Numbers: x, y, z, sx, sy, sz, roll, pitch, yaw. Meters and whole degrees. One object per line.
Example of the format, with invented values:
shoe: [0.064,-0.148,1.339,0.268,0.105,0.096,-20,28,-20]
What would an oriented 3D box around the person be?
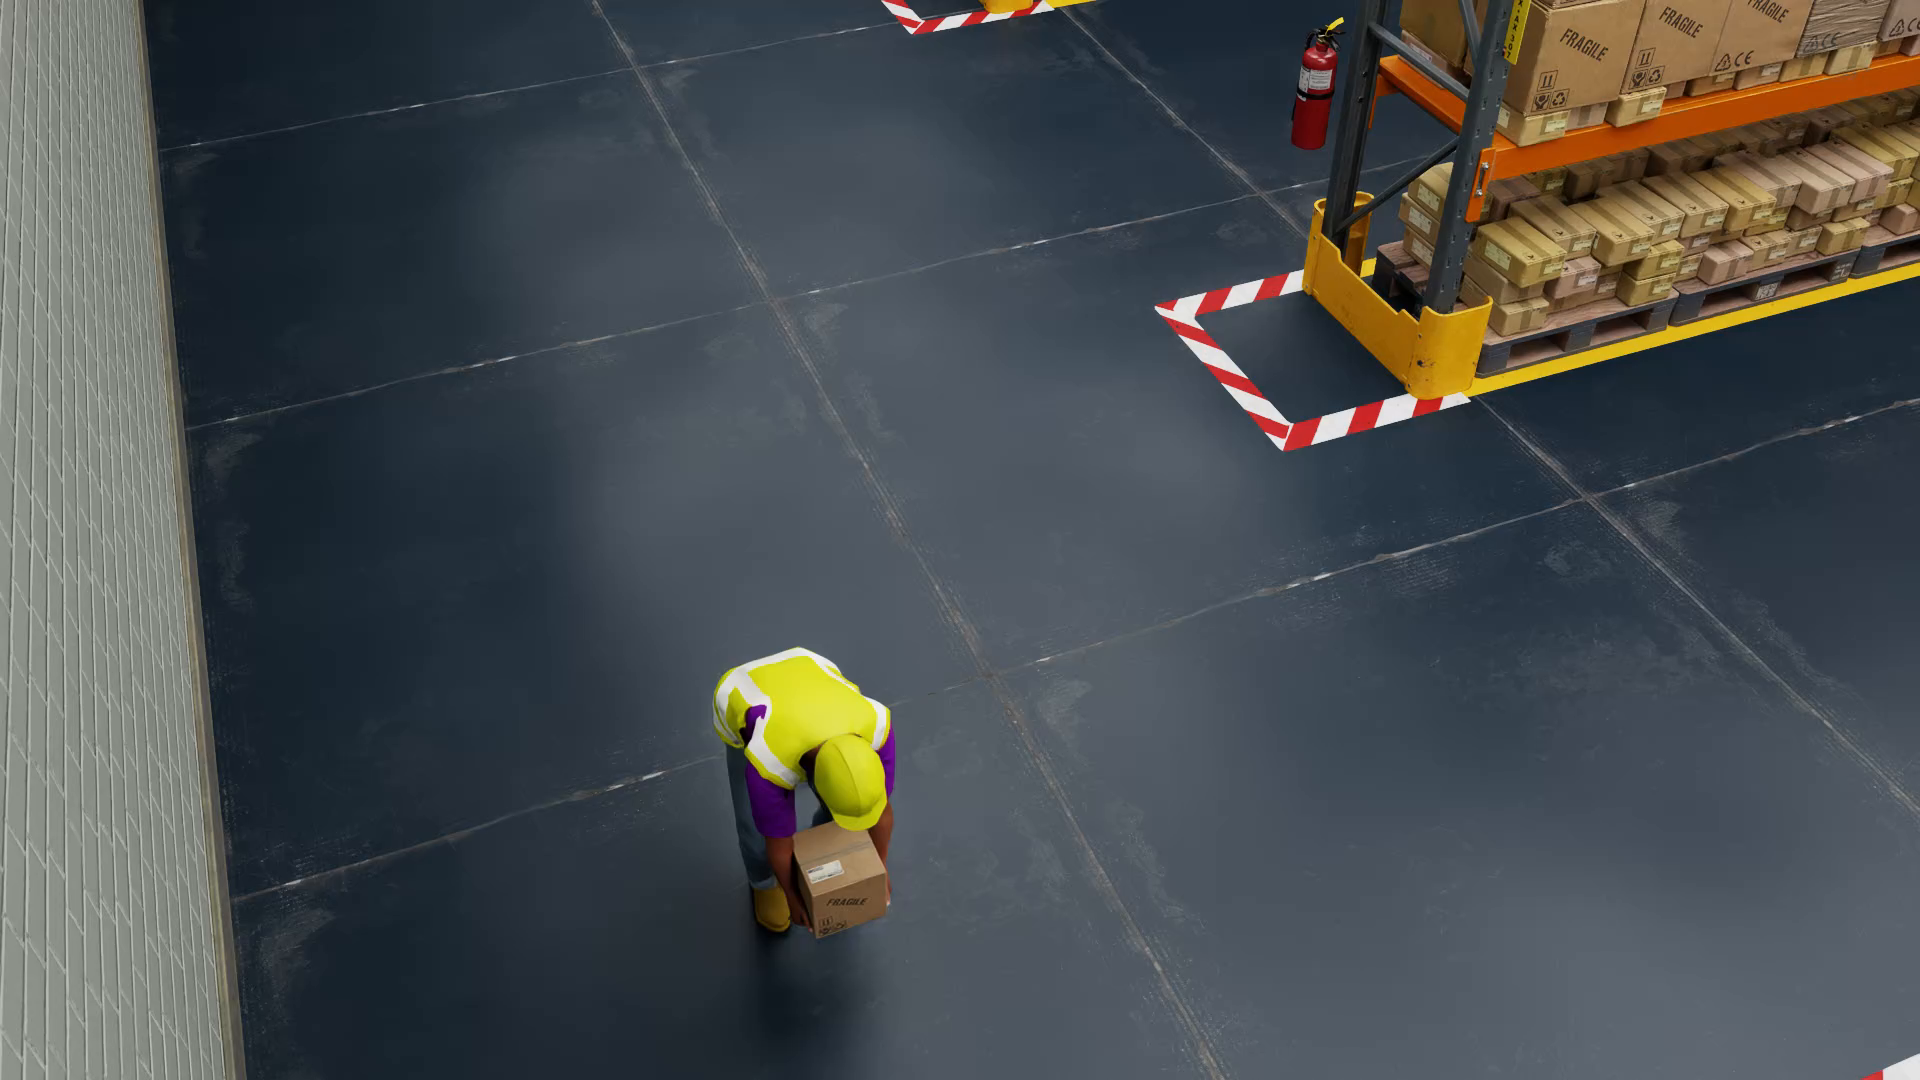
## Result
person: [-0.471,0.889,5.477,0.488,1.311,0.923,-17,44,-18]
